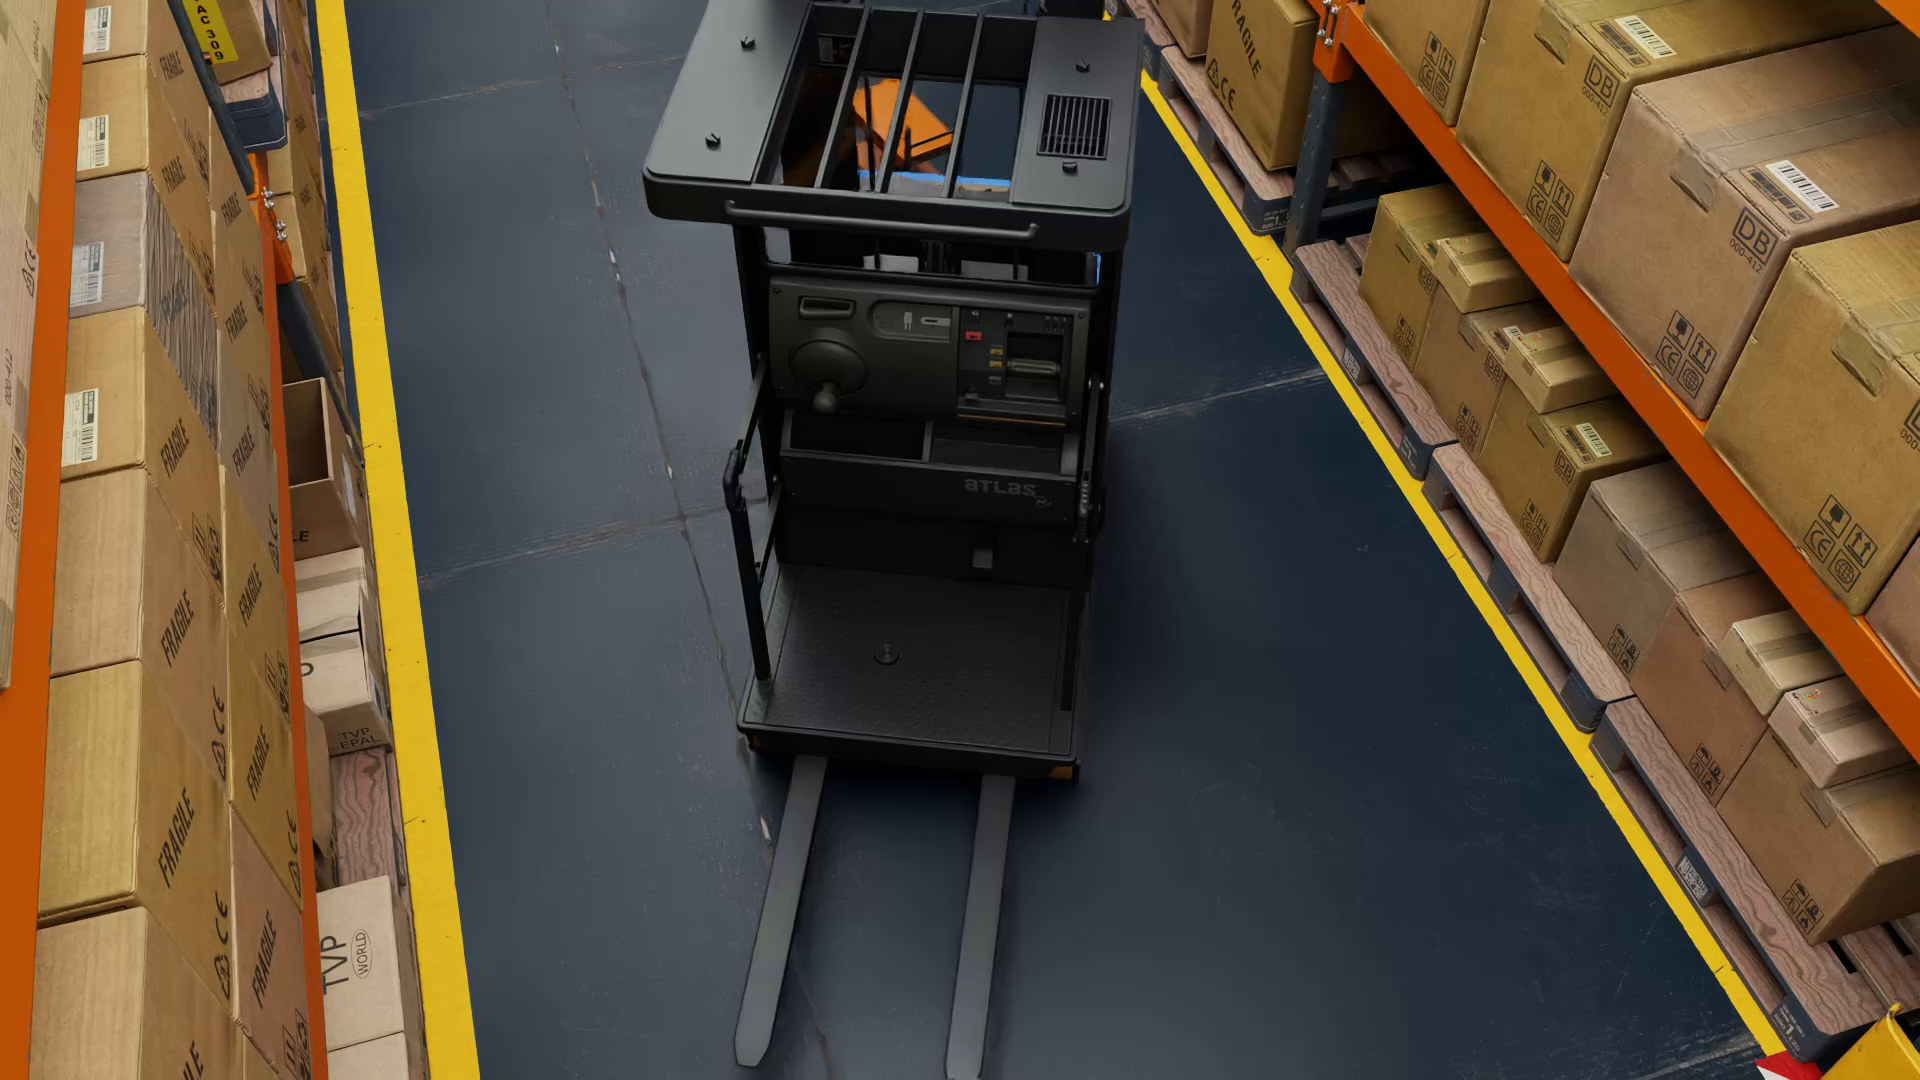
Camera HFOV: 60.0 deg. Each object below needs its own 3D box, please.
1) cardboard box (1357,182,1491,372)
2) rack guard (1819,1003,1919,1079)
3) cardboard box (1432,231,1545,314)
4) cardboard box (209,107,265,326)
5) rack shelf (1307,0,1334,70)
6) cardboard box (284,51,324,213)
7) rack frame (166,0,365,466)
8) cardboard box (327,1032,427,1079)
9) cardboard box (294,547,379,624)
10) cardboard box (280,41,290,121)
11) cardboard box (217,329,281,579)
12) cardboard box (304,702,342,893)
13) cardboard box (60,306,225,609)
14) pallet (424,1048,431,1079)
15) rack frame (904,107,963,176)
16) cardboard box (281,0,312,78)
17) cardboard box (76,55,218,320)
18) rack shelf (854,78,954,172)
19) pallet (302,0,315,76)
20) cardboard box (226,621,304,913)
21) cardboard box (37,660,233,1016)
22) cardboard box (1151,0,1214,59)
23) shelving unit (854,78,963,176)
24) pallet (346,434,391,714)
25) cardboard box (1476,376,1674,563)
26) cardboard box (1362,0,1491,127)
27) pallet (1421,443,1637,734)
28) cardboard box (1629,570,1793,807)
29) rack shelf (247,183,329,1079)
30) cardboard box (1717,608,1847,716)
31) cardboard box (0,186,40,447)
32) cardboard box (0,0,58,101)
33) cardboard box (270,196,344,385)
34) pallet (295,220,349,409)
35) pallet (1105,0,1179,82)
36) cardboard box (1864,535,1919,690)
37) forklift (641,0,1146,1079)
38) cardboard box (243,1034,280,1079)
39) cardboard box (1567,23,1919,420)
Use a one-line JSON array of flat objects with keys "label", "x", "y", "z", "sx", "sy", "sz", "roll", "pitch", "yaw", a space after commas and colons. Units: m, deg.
[{"label": "cardboard box", "x": 2.034, "y": -1.072, "z": 6.552, "sx": 0.700, "sy": 0.500, "sz": 0.500, "roll": -13, "pitch": 51, "yaw": -11}, {"label": "rack guard", "x": 3.100, "y": 1.433, "z": 4.715, "sx": 1.175, "sy": 0.500, "sz": 0.348, "roll": -13, "pitch": 51, "yaw": -11}, {"label": "cardboard box", "x": 1.961, "y": -0.990, "z": 6.059, "sx": 0.380, "sy": 0.149, "sz": 0.250, "roll": -12, "pitch": 51, "yaw": -10}, {"label": "cardboard box", "x": -2.428, "y": -0.914, "z": 4.994, "sx": 0.500, "sy": 0.500, "sz": 0.500, "roll": -13, "pitch": 51, "yaw": -10}, {"label": "rack shelf", "x": 1.319, "y": -3.541, "z": 7.744, "sx": 1.077, "sy": 0.370, "sz": 4.000, "roll": -13, "pitch": 51, "yaw": -11}, {"label": "cardboard box", "x": -3.040, "y": -1.687, "z": 7.058, "sx": 0.500, "sy": 0.500, "sz": 0.500, "roll": -13, "pitch": 51, "yaw": -11}, {"label": "rack frame", "x": -2.821, "y": -1.189, "z": 5.291, "sx": 1.000, "sy": 3.000, "sz": 0.127, "roll": -13, "pitch": 51, "yaw": -11}, {"label": "cardboard box", "x": -1.675, "y": 1.650, "z": 4.408, "sx": 0.500, "sy": 0.250, "sz": 0.500, "roll": -13, "pitch": 51, "yaw": -11}, {"label": "cardboard box", "x": -2.213, "y": 0.200, "z": 5.696, "sx": 0.380, "sy": 0.149, "sz": 0.250, "roll": -13, "pitch": 51, "yaw": -11}, {"label": "cardboard box", "x": -3.027, "y": -1.906, "z": 6.751, "sx": 0.500, "sy": 0.250, "sz": 0.500, "roll": -13, "pitch": 51, "yaw": -11}, {"label": "cardboard box", "x": -2.120, "y": -0.163, "z": 4.361, "sx": 0.500, "sy": 0.500, "sz": 0.500, "roll": -12, "pitch": 51, "yaw": -10}, {"label": "cardboard box", "x": -2.260, "y": 0.845, "z": 4.921, "sx": 0.797, "sy": 0.503, "sz": 0.637, "roll": -13, "pitch": 51, "yaw": -11}, {"label": "cardboard box", "x": -1.973, "y": -0.123, "z": 3.673, "sx": 0.500, "sy": 0.500, "sz": 0.500, "roll": -14, "pitch": 51, "yaw": -11}, {"label": "pallet", "x": -1.897, "y": 1.994, "z": 4.431, "sx": 1.003, "sy": 0.211, "sz": 1.213, "roll": -13, "pitch": 51, "yaw": -11}, {"label": "rack frame", "x": -0.097, "y": -1.123, "z": 6.411, "sx": 0.240, "sy": 1.200, "sz": 0.015, "roll": -25, "pitch": 54, "yaw": -20}, {"label": "cardboard box", "x": -3.350, "y": -2.439, "z": 7.691, "sx": 0.500, "sy": 0.500, "sz": 0.500, "roll": -15, "pitch": 51, "yaw": -12}, {"label": "cardboard box", "x": -2.270, "y": -0.859, "z": 4.293, "sx": 0.500, "sy": 0.500, "sz": 0.500, "roll": -14, "pitch": 51, "yaw": -12}, {"label": "rack shelf", "x": -0.223, "y": -1.536, "z": 6.245, "sx": 0.258, "sy": 0.148, "sz": 0.480, "roll": -25, "pitch": 54, "yaw": -20}, {"label": "pallet", "x": -3.819, "y": -2.658, "z": 8.353, "sx": 1.003, "sy": 0.211, "sz": 1.213, "roll": -13, "pitch": 51, "yaw": -11}, {"label": "cardboard box", "x": -1.820, "y": 0.573, "z": 3.739, "sx": 0.500, "sy": 0.500, "sz": 0.500, "roll": -13, "pitch": 51, "yaw": -11}, {"label": "cardboard box", "x": -1.679, "y": 0.614, "z": 3.051, "sx": 0.500, "sy": 0.500, "sz": 0.500, "roll": -13, "pitch": 51, "yaw": -11}, {"label": "cardboard box", "x": 1.328, "y": -2.848, "z": 7.821, "sx": 0.750, "sy": 0.750, "sz": 0.750, "roll": -12, "pitch": 51, "yaw": -10}, {"label": "shelving unit", "x": -0.226, "y": -1.282, "z": 6.544, "sx": 0.258, "sy": 1.200, "sz": 0.503, "roll": -25, "pitch": 54, "yaw": -20}, {"label": "pallet", "x": -2.618, "y": 0.211, "z": 5.934, "sx": 1.003, "sy": 0.211, "sz": 1.213, "roll": -13, "pitch": 51, "yaw": -11}, {"label": "cardboard box", "x": 2.329, "y": -0.329, "z": 5.926, "sx": 0.700, "sy": 0.500, "sz": 0.500, "roll": -12, "pitch": 51, "yaw": -10}, {"label": "cardboard box", "x": 2.055, "y": -2.009, "z": 5.785, "sx": 0.980, "sy": 0.700, "sz": 0.700, "roll": -13, "pitch": 51, "yaw": -10}, {"label": "pallet", "x": 2.425, "y": 0.053, "z": 6.068, "sx": 1.003, "sy": 0.211, "sz": 1.213, "roll": -13, "pitch": 51, "yaw": -11}, {"label": "cardboard box", "x": 2.643, "y": 0.426, "z": 5.289, "sx": 0.700, "sy": 0.500, "sz": 0.500, "roll": -13, "pitch": 51, "yaw": -11}, {"label": "rack shelf", "x": -2.229, "y": 0.503, "z": 4.334, "sx": 1.077, "sy": 0.370, "sz": 4.000, "roll": -13, "pitch": 51, "yaw": -11}, {"label": "cardboard box", "x": 2.502, "y": 0.343, "z": 4.935, "sx": 0.380, "sy": 0.149, "sz": 0.250, "roll": -12, "pitch": 51, "yaw": -10}, {"label": "cardboard box", "x": -1.832, "y": -0.352, "z": 2.721, "sx": 0.500, "sy": 0.250, "sz": 0.500, "roll": -13, "pitch": 51, "yaw": -11}, {"label": "cardboard box", "x": -2.129, "y": -1.082, "z": 3.336, "sx": 0.500, "sy": 0.250, "sz": 0.500, "roll": -13, "pitch": 51, "yaw": -11}, {"label": "cardboard box", "x": -2.731, "y": -0.934, "z": 6.422, "sx": 0.500, "sy": 0.500, "sz": 0.500, "roll": -15, "pitch": 52, "yaw": -13}, {"label": "pallet", "x": -3.097, "y": -0.876, "z": 6.850, "sx": 1.003, "sy": 0.211, "sz": 1.213, "roll": -13, "pitch": 51, "yaw": -11}, {"label": "pallet", "x": 1.246, "y": -2.852, "z": 8.517, "sx": 1.003, "sy": 0.211, "sz": 1.213, "roll": -13, "pitch": 51, "yaw": -11}, {"label": "cardboard box", "x": 2.933, "y": 0.143, "z": 3.972, "sx": 0.980, "sy": 0.700, "sz": 0.700, "roll": -11, "pitch": 51, "yaw": -9}, {"label": "forklift", "x": -0.118, "y": -0.433, "z": 4.698, "sx": 1.130, "sy": 2.935, "sz": 3.031, "roll": 5, "pitch": 50, "yaw": 4}, {"label": "cardboard box", "x": -1.517, "y": 1.316, "z": 3.113, "sx": 0.500, "sy": 0.500, "sz": 0.500, "roll": -12, "pitch": 51, "yaw": -10}, {"label": "cardboard box", "x": 2.490, "y": -0.945, "z": 4.889, "sx": 0.980, "sy": 0.700, "sz": 0.700, "roll": -16, "pitch": 52, "yaw": -13}]
